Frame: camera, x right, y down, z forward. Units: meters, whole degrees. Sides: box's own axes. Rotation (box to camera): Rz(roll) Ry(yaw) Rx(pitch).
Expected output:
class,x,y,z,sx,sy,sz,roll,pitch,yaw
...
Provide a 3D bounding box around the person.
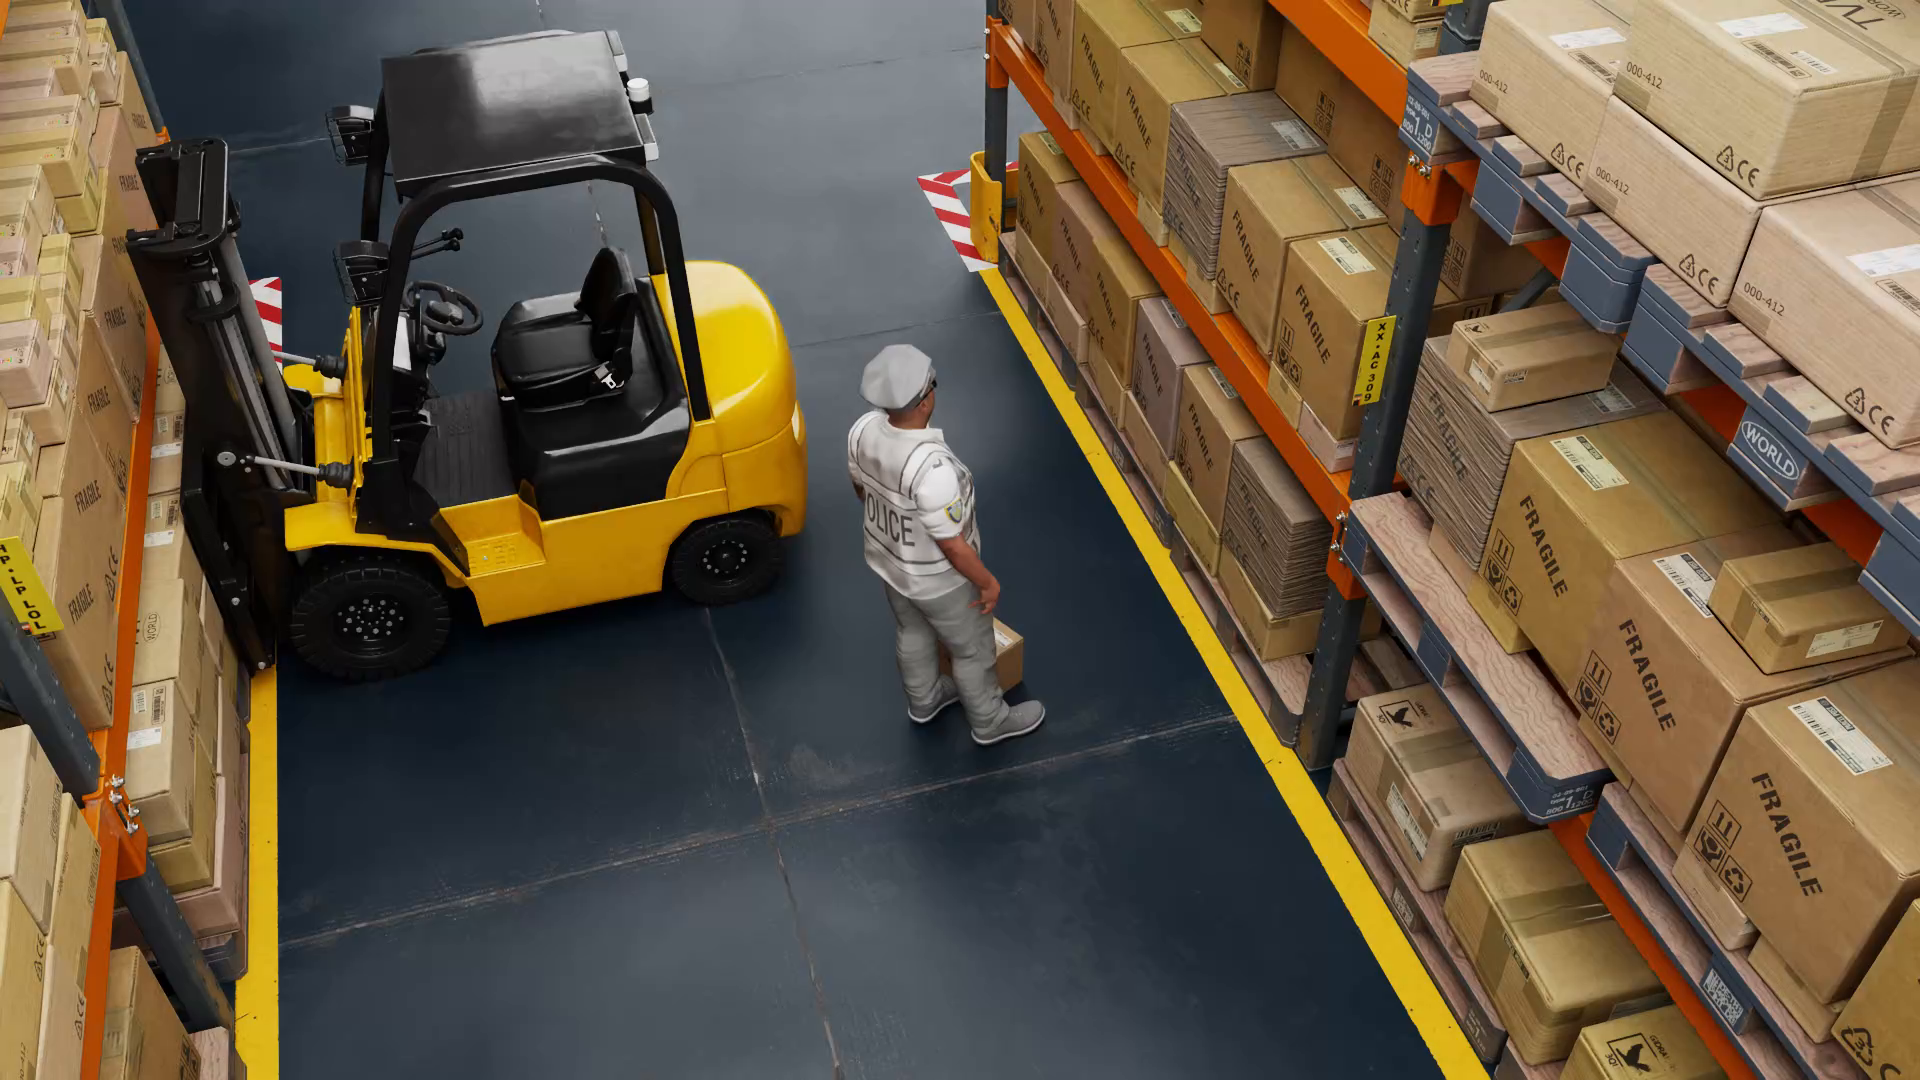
class,x,y,z,sx,sy,sz,roll,pitch,yaw
person,-0.057,0.021,6.096,0.575,1.781,0.640,-31,50,-30
